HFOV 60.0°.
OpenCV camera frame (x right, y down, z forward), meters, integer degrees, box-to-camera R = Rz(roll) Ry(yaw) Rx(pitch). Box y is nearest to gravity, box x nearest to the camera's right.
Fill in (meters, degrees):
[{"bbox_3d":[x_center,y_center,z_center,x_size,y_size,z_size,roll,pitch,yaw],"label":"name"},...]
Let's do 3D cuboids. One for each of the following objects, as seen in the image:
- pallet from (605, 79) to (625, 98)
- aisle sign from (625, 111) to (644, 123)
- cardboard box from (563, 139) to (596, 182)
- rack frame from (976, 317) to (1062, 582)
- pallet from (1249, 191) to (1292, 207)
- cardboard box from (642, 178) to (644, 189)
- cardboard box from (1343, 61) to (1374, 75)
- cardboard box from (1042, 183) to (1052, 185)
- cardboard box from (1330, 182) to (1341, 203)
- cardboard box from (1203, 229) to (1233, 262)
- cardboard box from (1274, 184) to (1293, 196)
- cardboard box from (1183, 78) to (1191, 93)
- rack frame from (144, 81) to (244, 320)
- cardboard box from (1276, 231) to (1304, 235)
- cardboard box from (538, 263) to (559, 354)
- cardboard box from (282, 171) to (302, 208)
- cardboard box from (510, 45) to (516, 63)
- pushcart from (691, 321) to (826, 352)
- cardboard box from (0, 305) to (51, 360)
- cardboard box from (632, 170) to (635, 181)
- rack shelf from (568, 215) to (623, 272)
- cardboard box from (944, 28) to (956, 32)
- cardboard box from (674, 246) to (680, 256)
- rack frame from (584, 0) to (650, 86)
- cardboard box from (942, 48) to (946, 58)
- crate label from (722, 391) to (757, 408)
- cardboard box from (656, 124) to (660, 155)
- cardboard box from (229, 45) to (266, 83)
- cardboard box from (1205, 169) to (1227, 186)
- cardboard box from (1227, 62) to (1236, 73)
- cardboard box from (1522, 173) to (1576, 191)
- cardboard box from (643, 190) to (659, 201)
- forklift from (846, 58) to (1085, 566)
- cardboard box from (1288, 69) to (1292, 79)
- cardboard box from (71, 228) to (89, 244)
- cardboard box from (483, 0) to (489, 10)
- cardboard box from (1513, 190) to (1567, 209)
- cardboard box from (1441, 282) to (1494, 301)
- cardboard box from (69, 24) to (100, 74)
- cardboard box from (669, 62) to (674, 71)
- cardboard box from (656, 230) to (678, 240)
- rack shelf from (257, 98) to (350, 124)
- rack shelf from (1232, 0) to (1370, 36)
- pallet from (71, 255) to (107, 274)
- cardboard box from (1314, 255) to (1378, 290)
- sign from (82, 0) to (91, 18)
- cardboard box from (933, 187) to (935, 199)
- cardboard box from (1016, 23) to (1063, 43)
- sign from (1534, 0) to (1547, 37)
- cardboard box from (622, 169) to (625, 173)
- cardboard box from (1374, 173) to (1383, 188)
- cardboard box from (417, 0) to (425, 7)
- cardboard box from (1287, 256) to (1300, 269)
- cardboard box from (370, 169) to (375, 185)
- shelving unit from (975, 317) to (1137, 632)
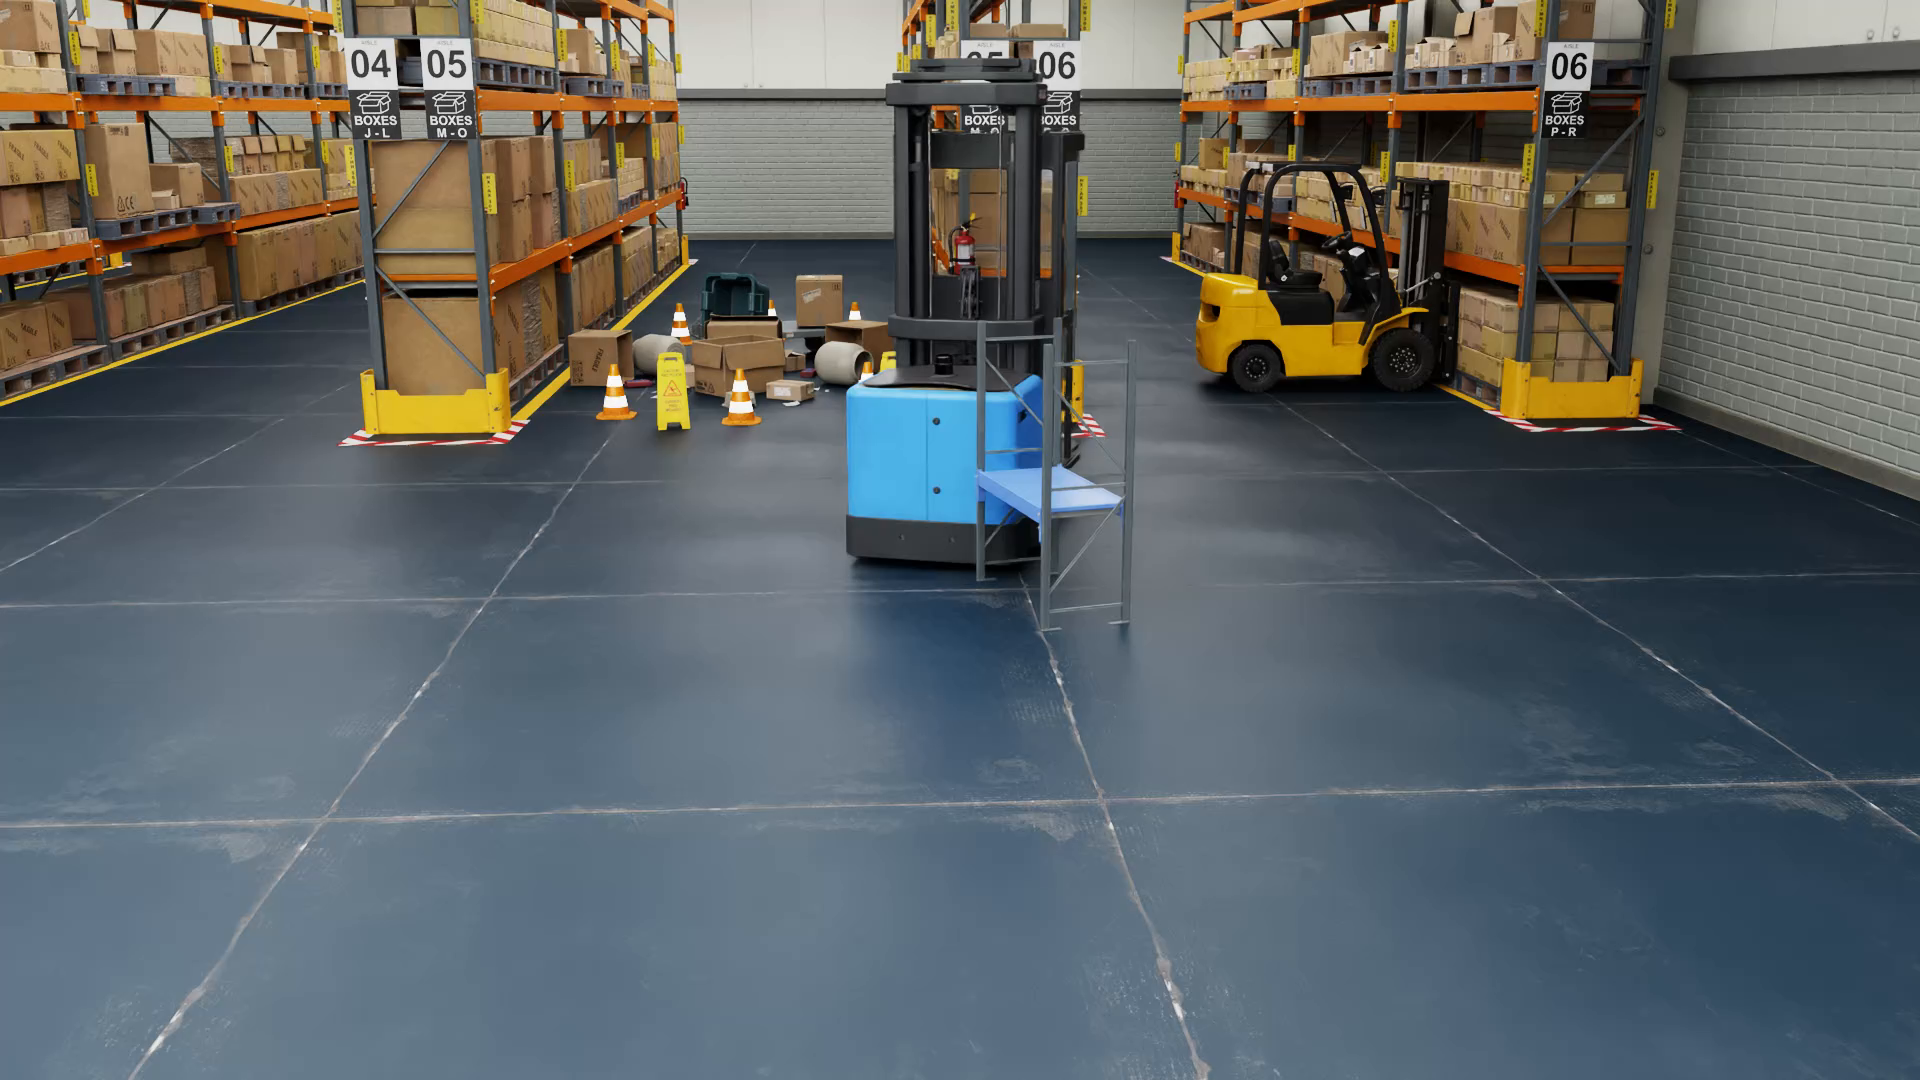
[{"bbox_3d":[-4.845,-5.591,20.596,1.213,0.211,1.003,0,14,-1],"label":"pallet"},{"bbox_3d":[-5.737,-7.651,29.026,0.394,0.787,0.004,-1,14,-3],"label":"aisle sign"},{"bbox_3d":[-4.887,-4.684,20.505,0.700,0.500,0.500,-1,14,-4],"label":"cardboard box"},{"bbox_3d":[0.335,-0.509,9.494,0.500,1.500,0.032,-5,15,-18],"label":"rack frame"},{"bbox_3d":[4.826,-4.959,24.165,1.003,0.211,1.213,-1,14,-3],"label":"pallet"},{"bbox_3d":[-4.963,-5.370,25.038,0.380,0.149,0.250,-1,14,-5],"label":"cardboard box"},{"bbox_3d":[4.779,-5.617,19.778,0.380,0.149,0.250,-1,14,-4],"label":"cardboard box"},{"bbox_3d":[0.632,-3.197,16.136,0.500,0.500,0.500,-1,14,-5],"label":"cardboard box"},{"bbox_3d":[4.835,-4.242,20.291,0.500,0.250,0.500,-1,14,-3],"label":"cardboard box"},{"bbox_3d":[4.477,-4.926,27.824,0.700,0.500,0.500,-1,14,-6],"label":"cardboard box"},{"bbox_3d":[4.527,-4.807,22.852,0.380,0.149,0.250,-1,14,-2],"label":"cardboard box"},{"bbox_3d":[4.210,-7.967,29.156,0.500,0.250,0.500,-1,14,-4],"label":"cardboard box"},{"bbox_3d":[-9.894,-4.338,21.365,1.000,3.000,0.127,-1,14,-3],"label":"rack frame"},{"bbox_3d":[5.059,-4.657,25.479,0.380,0.149,0.250,-1,14,-3],"label":"cardboard box"},{"bbox_3d":[-4.721,-2.411,17.299,0.875,0.875,0.875,-1,14,-3],"label":"cardboard box"},{"bbox_3d":[-9.777,-5.016,23.800,0.500,0.500,0.500,-1,14,-4],"label":"cardboard box"},{"bbox_3d":[-4.221,-4.386,14.995,0.380,0.149,0.250,-1,14,-4],"label":"cardboard box"},{"bbox_3d":[-2.028,-2.178,18.235,1.648,0.377,0.936,-6,16,-23],"label":"pushcart"},{"bbox_3d":[-9.618,-2.093,16.816,0.500,0.500,0.500,4,15,14],"label":"cardboard box"},{"bbox_3d":[-4.897,-5.254,23.990,0.380,0.149,0.250,-2,15,-6],"label":"cardboard box"},{"bbox_3d":[-4.814,-3.543,19.721,1.077,0.370,4.000,-1,14,-3],"label":"rack shelf"},{"bbox_3d":[0.082,-5.464,18.176,0.500,0.250,0.500,-1,14,-2],"label":"cardboard box"},{"bbox_3d":[-5.075,-5.011,28.862,0.380,0.149,0.250,0,14,-2],"label":"cardboard box"},{"bbox_3d":[-5.185,-8.289,24.684,1.000,3.000,0.127,-1,14,-3],"label":"rack frame"},{"bbox_3d":[0.091,-4.528,15.789,0.500,0.250,0.500,-1,14,-3],"label":"cardboard box"},{"bbox_3d":[-2.019,-1.295,15.283,0.250,0.136,0.298,-9,17,-32],"label":"crate label"},{"bbox_3d":[-5.017,-6.305,26.208,0.500,0.500,0.500,-1,14,-5],"label":"cardboard box"},{"bbox_3d":[-10.042,-6.551,22.899,0.797,0.503,0.637,-1,14,-4],"label":"cardboard box"},{"bbox_3d":[4.364,-6.006,27.553,0.500,0.250,0.500,-1,14,-4],"label":"cardboard box"},{"bbox_3d":[4.284,-7.209,25.368,0.380,0.149,0.250,0,14,-2],"label":"cardboard box"},{"bbox_3d":[5.214,-3.171,14.732,0.380,0.149,0.250,-1,14,-3],"label":"cardboard box"},{"bbox_3d":[-4.876,-5.338,25.756,0.380,0.149,0.250,0,14,-1],"label":"cardboard box"},{"bbox_3d":[0.184,-1.592,10.831,1.130,2.935,3.031,4,15,14],"label":"forklift"},{"bbox_3d":[4.701,-6.356,22.692,0.380,0.149,0.250,-1,14,-2],"label":"cardboard box"},{"bbox_3d":[-9.340,-3.172,17.340,0.380,0.149,0.250,-1,14,-3],"label":"cardboard box"},{"bbox_3d":[-4.159,-4.519,13.910,0.380,0.149,0.250,-1,14,-3],"label":"cardboard box"},{"bbox_3d":[5.145,-3.023,14.753,0.380,0.149,0.250,-1,14,-3],"label":"cardboard box"},{"bbox_3d":[5.004,-2.423,16.591,0.500,0.250,0.500,-1,14,-5],"label":"cardboard box"},{"bbox_3d":[-9.577,-5.167,17.520,0.797,0.503,0.637,-2,15,-6],"label":"cardboard box"},{"bbox_3d":[-5.119,-8.116,28.527,0.380,0.149,0.250,-1,14,-4],"label":"cardboard box"},{"bbox_3d":[-5.046,-5.236,28.541,0.380,0.149,0.250,-1,14,-5],"label":"cardboard box"},{"bbox_3d":[-10.266,-6.934,26.881,1.077,0.370,4.000,-1,14,-3],"label":"rack shelf"},{"bbox_3d":[4.827,-7.429,23.586,1.077,0.370,4.000,-1,14,-3],"label":"rack shelf"},{"bbox_3d":[-15.321,-4.695,28.349,1.003,0.211,1.213,-1,14,-3],"label":"pallet"},{"bbox_3d":[5.024,-3.304,21.270,0.875,0.625,0.625,0,14,-2],"label":"cardboard box"},{"bbox_3d":[-14.785,-9.012,28.142,0.100,0.325,0.005,-1,14,-3],"label":"sign"},{"bbox_3d":[-0.045,-4.126,18.903,0.500,0.500,0.500,-1,14,-3],"label":"cardboard box"},{"bbox_3d":[0.674,-4.310,14.141,0.380,0.149,0.250,-1,14,-4],"label":"cardboard box"},{"bbox_3d":[4.904,-4.417,14.035,0.100,0.325,0.005,-1,14,-3],"label":"sign"},{"bbox_3d":[-4.837,-5.138,22.943,0.380,0.149,0.250,0,14,-1],"label":"cardboard box"},{"bbox_3d":[4.922,-4.081,18.867,0.380,0.149,0.250,-1,14,-4],"label":"cardboard box"},{"bbox_3d":[-4.849,-4.637,14.370,0.380,0.149,0.250,-1,14,-2],"label":"cardboard box"},{"bbox_3d":[4.710,-3.663,22.916,0.500,0.500,0.500,0,14,-2],"label":"cardboard box"},{"bbox_3d":[-10.032,-6.029,27.645,0.500,0.250,0.500,-1,14,-5],"label":"cardboard box"},{"bbox_3d":[0.497,-0.389,9.027,0.538,1.500,1.048,-5,15,-18],"label":"shelving unit"}]
